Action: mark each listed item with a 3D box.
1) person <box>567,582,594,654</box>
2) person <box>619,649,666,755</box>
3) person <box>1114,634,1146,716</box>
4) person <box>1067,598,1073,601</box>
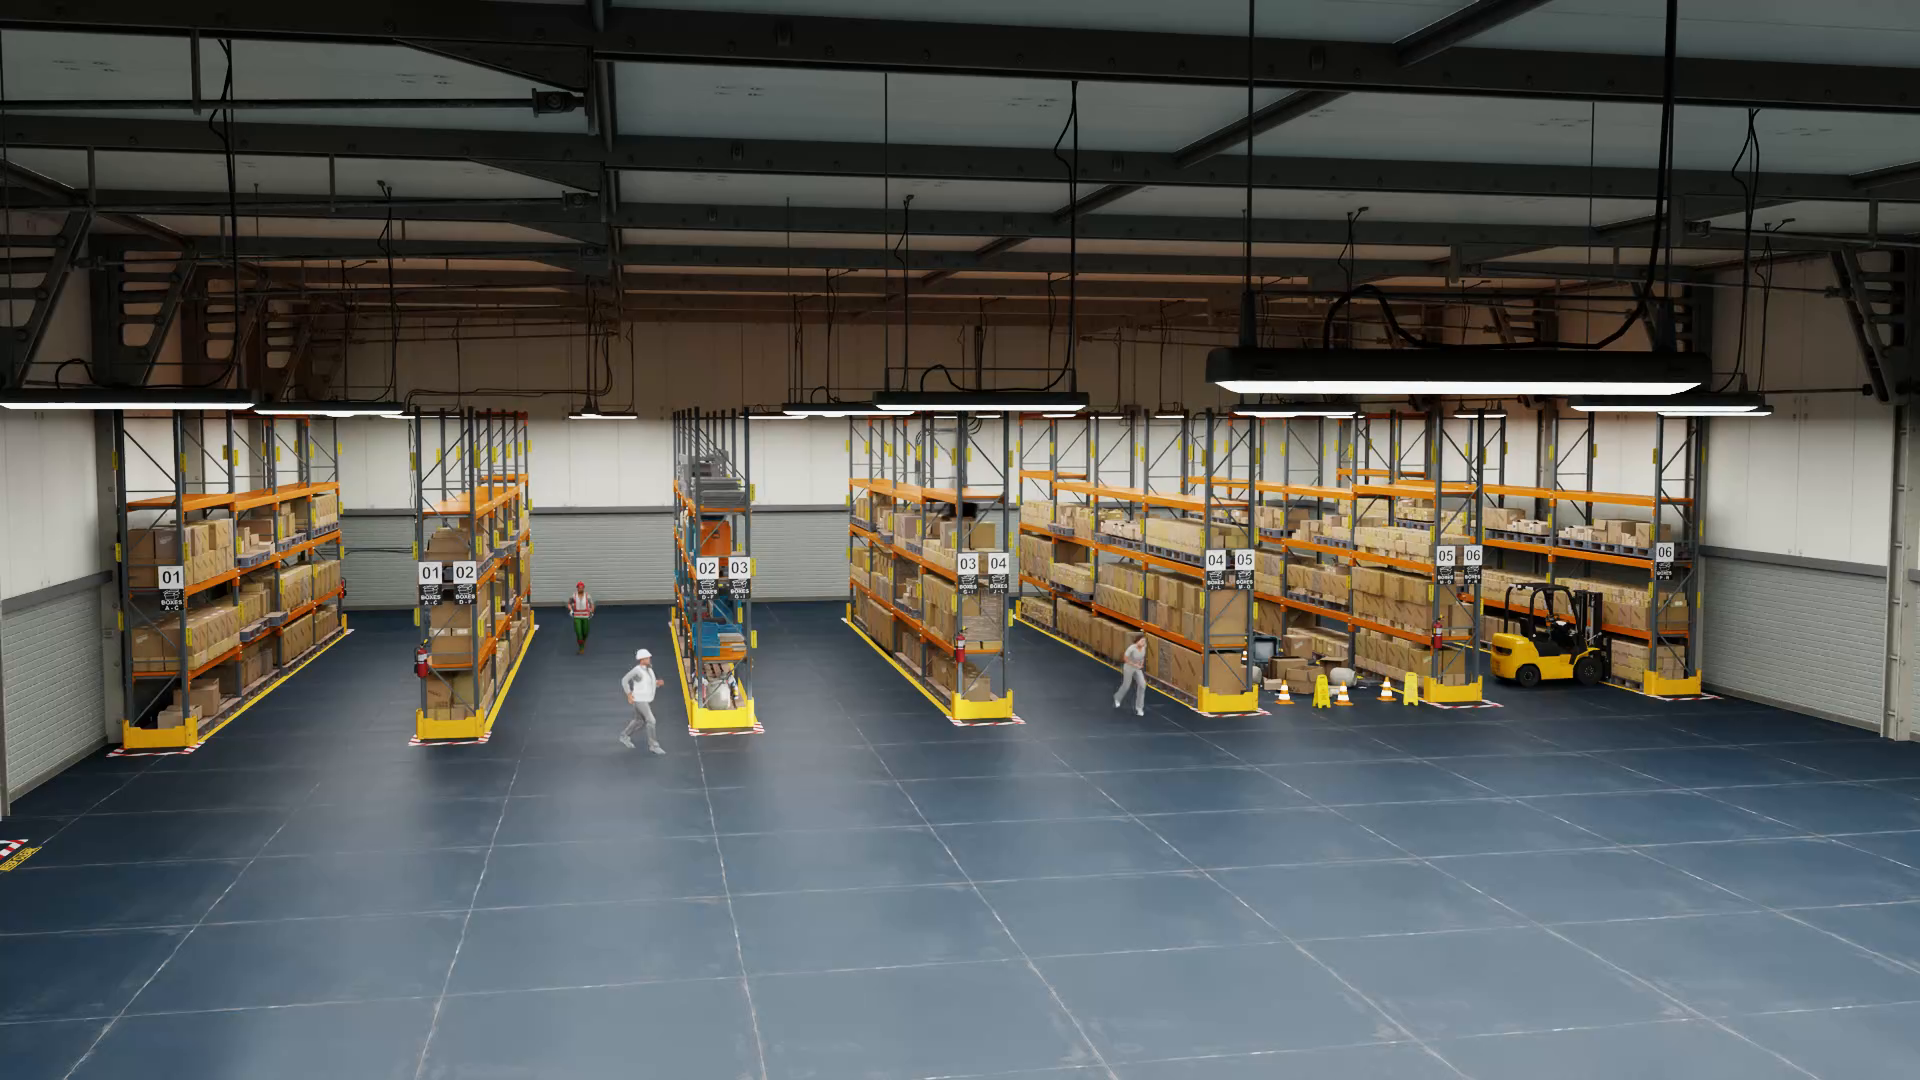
[{"bbox_3d":[-9.415,1.922,41.279,0.655,1.762,0.771,-1,4,-14],"label":"person"},{"bbox_3d":[-5.487,2.777,28.655,0.911,1.802,0.636,1,4,14],"label":"person"},{"bbox_3d":[3.358,2.619,32.825,0.606,1.626,0.963,-3,5,-33],"label":"person"},{"bbox_3d":[3.435,1.400,49.408,0.631,1.663,0.621,3,5,32],"label":"person"}]
